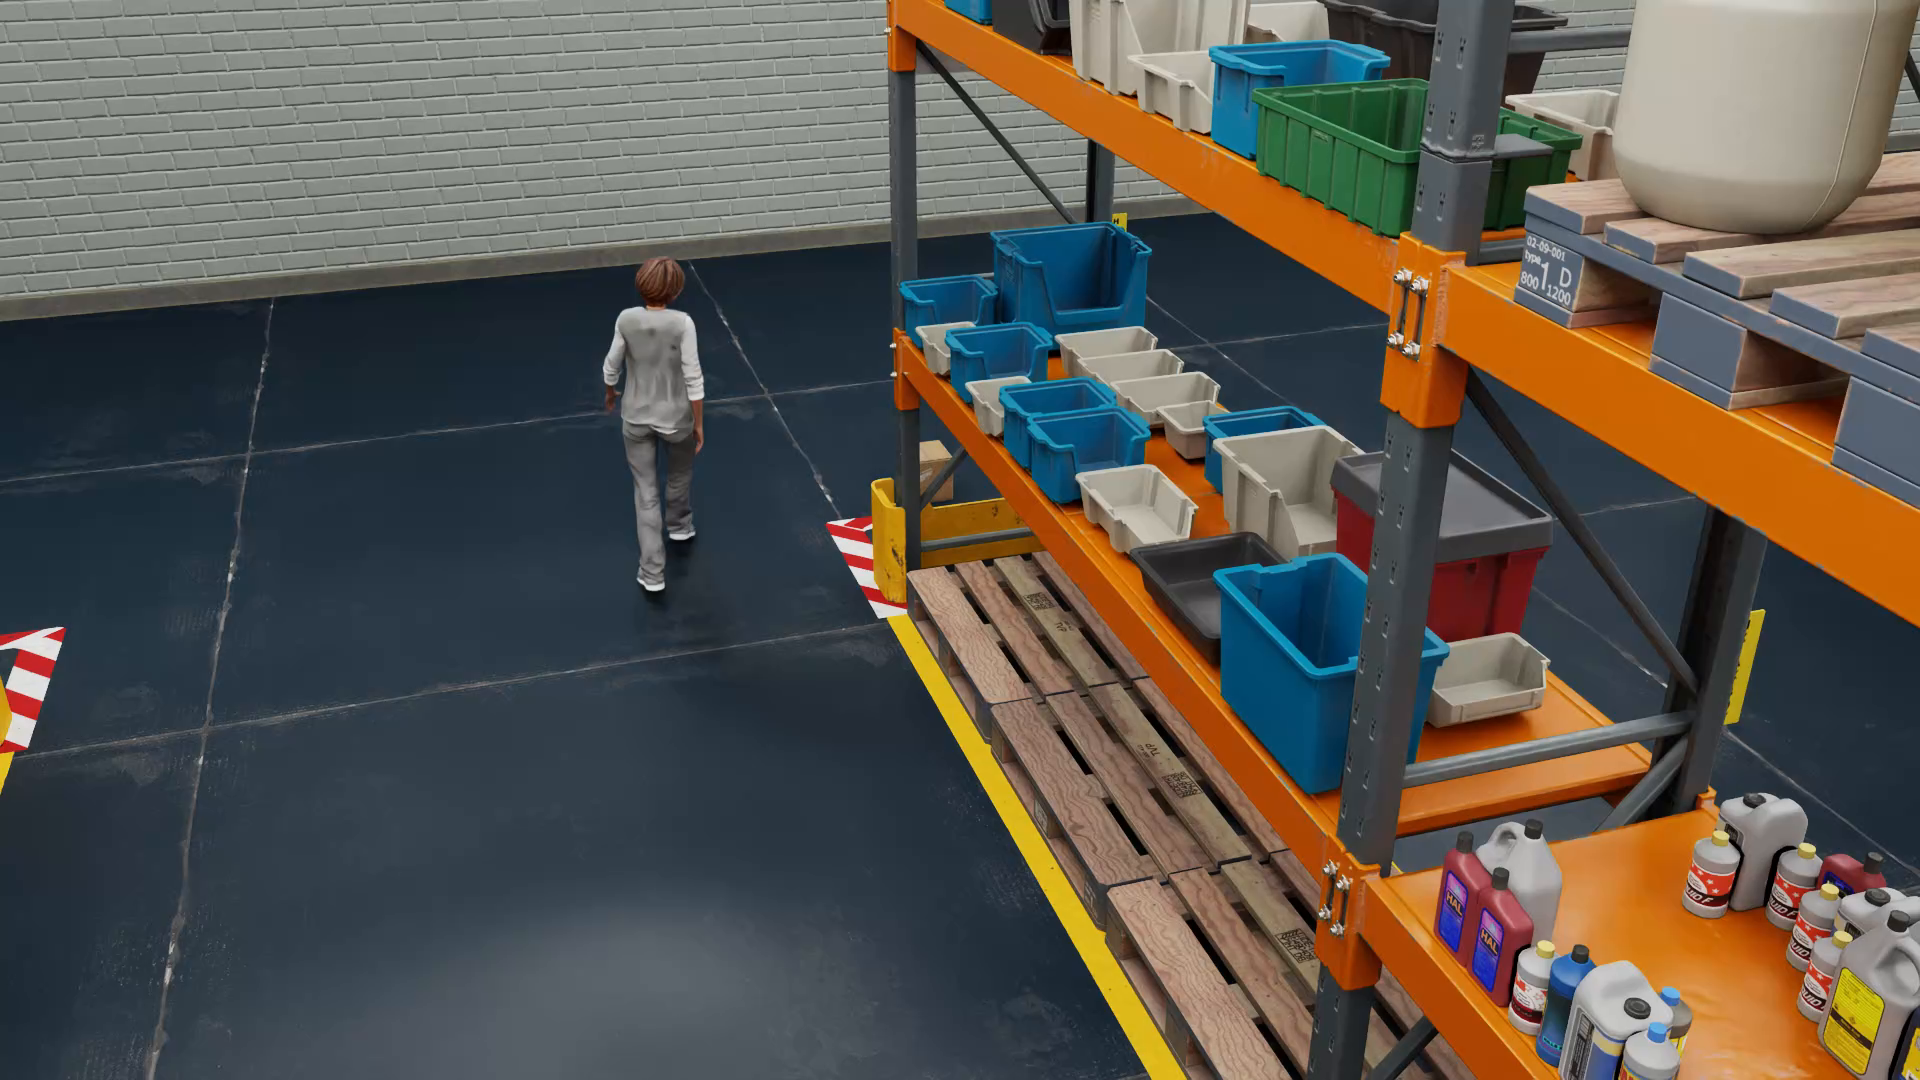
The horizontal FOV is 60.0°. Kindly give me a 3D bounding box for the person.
[{"bbox_3d":[-1.442,-0.589,7.863,0.538,1.579,0.808,1,26,2],"label":"person"}]
